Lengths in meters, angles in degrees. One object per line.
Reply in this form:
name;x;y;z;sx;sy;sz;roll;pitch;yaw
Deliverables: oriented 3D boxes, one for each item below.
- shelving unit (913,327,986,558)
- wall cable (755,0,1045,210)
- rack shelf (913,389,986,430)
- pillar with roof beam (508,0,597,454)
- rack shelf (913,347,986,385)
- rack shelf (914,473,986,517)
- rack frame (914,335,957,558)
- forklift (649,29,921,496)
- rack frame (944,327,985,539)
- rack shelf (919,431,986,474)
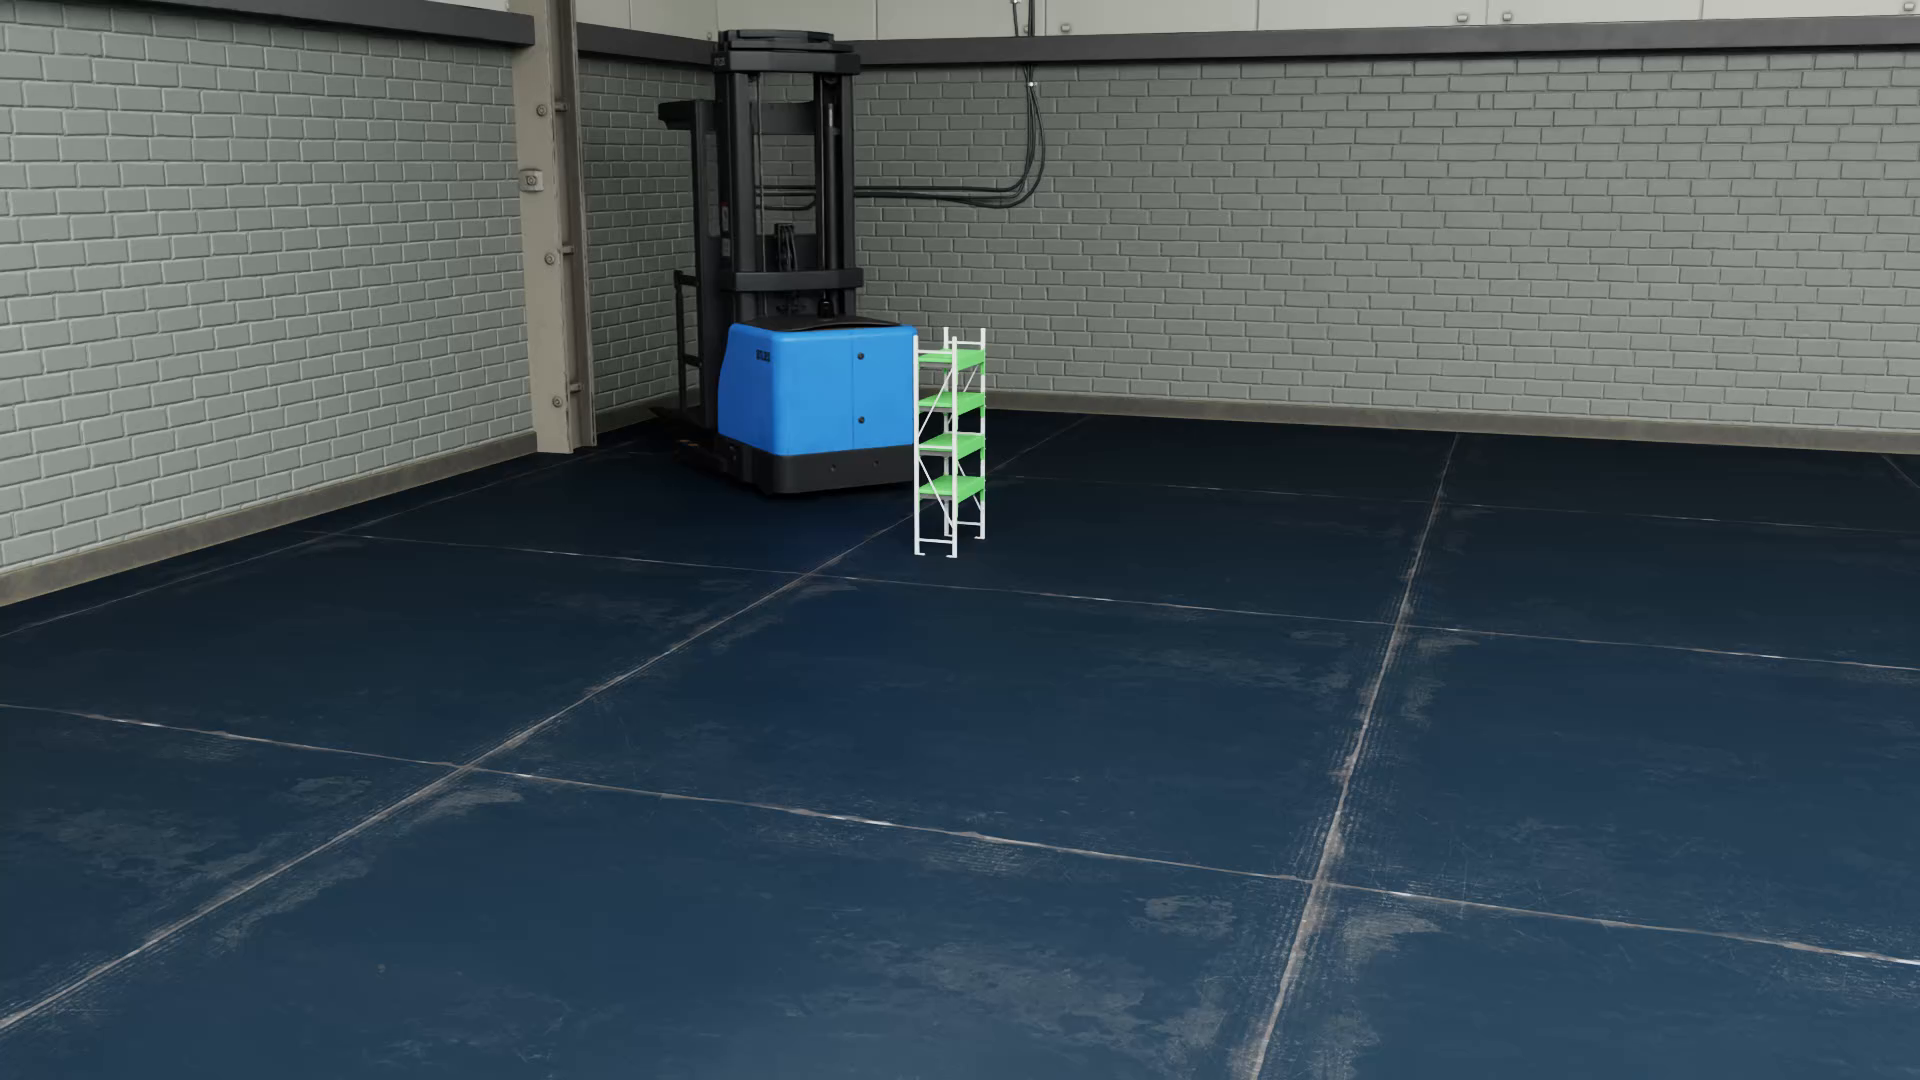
shelving unit;-0.054;-0.550;9.202;0.258;1.200;0.503;4;14;18
wall cable;-0.762;-4.089;14.160;3.097;2.526;0.112;4;14;18
rack shelf;-0.054;-0.722;9.162;0.258;0.148;0.480;4;14;18
pillar with roof beam;1.107;-4.768;10.156;9.100;9.000;0.400;4;14;18
rack shelf;-0.054;-0.956;9.109;0.258;0.148;0.480;4;14;18
rack shelf;-0.054;-0.254;9.269;0.258;0.148;0.480;4;14;18
rack frame;-0.132;-0.499;8.977;0.240;1.200;0.015;4;14;18
forklift;-1.411;-1.992;11.629;1.130;2.935;3.031;-7;15;-28
rack frame;0.025;-0.601;9.427;0.240;1.200;0.015;4;14;18
rack shelf;-0.054;-0.488;9.216;0.258;0.148;0.480;4;14;18
